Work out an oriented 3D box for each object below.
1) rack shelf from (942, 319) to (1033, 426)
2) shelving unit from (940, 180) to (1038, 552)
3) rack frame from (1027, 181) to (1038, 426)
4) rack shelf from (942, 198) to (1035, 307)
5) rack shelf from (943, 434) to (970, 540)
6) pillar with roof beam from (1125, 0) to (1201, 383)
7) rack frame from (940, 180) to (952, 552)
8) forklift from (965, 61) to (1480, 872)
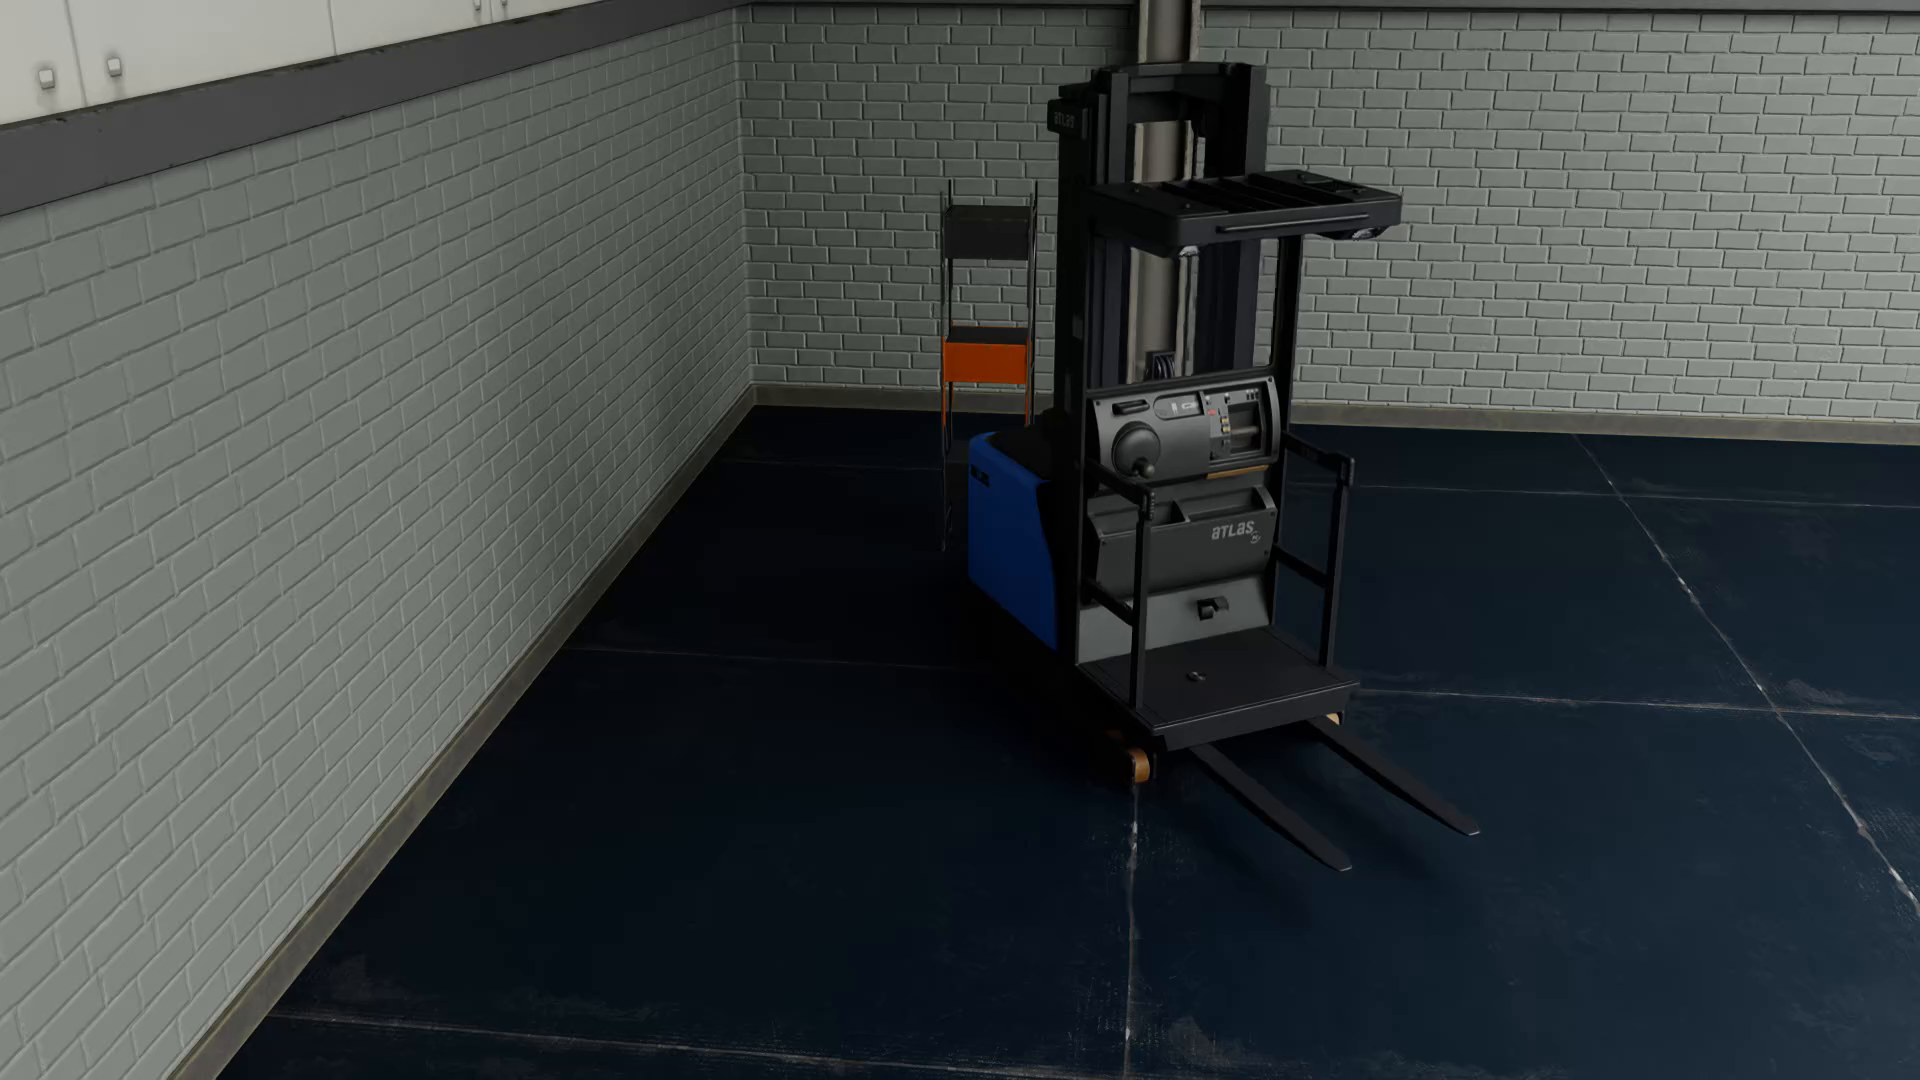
[{"bbox_3d":[0.164,-0.957,9.541,0.480,0.518,0.431,2,22,6],"label":"rack shelf"},{"bbox_3d":[0.164,-0.969,9.536,0.503,2.100,0.431,2,22,6],"label":"shelving unit"},{"bbox_3d":[0.407,-0.959,9.509,0.015,2.100,0.400,2,22,6],"label":"rack frame"},{"bbox_3d":[0.164,-1.608,9.283,0.480,0.518,0.431,2,22,6],"label":"rack shelf"},{"bbox_3d":[0.164,-0.306,9.798,0.480,0.518,0.431,2,22,6],"label":"rack shelf"},{"bbox_3d":[0.883,-3.459,6.450,0.400,9.000,9.100,2,22,6],"label":"pillar with roof beam"},{"bbox_3d":[-0.078,-0.980,9.562,0.015,2.100,0.400,2,22,6],"label":"rack frame"},{"bbox_3d":[1.095,-0.477,7.160,1.130,2.935,3.031,-9,23,-23],"label":"forklift"}]
